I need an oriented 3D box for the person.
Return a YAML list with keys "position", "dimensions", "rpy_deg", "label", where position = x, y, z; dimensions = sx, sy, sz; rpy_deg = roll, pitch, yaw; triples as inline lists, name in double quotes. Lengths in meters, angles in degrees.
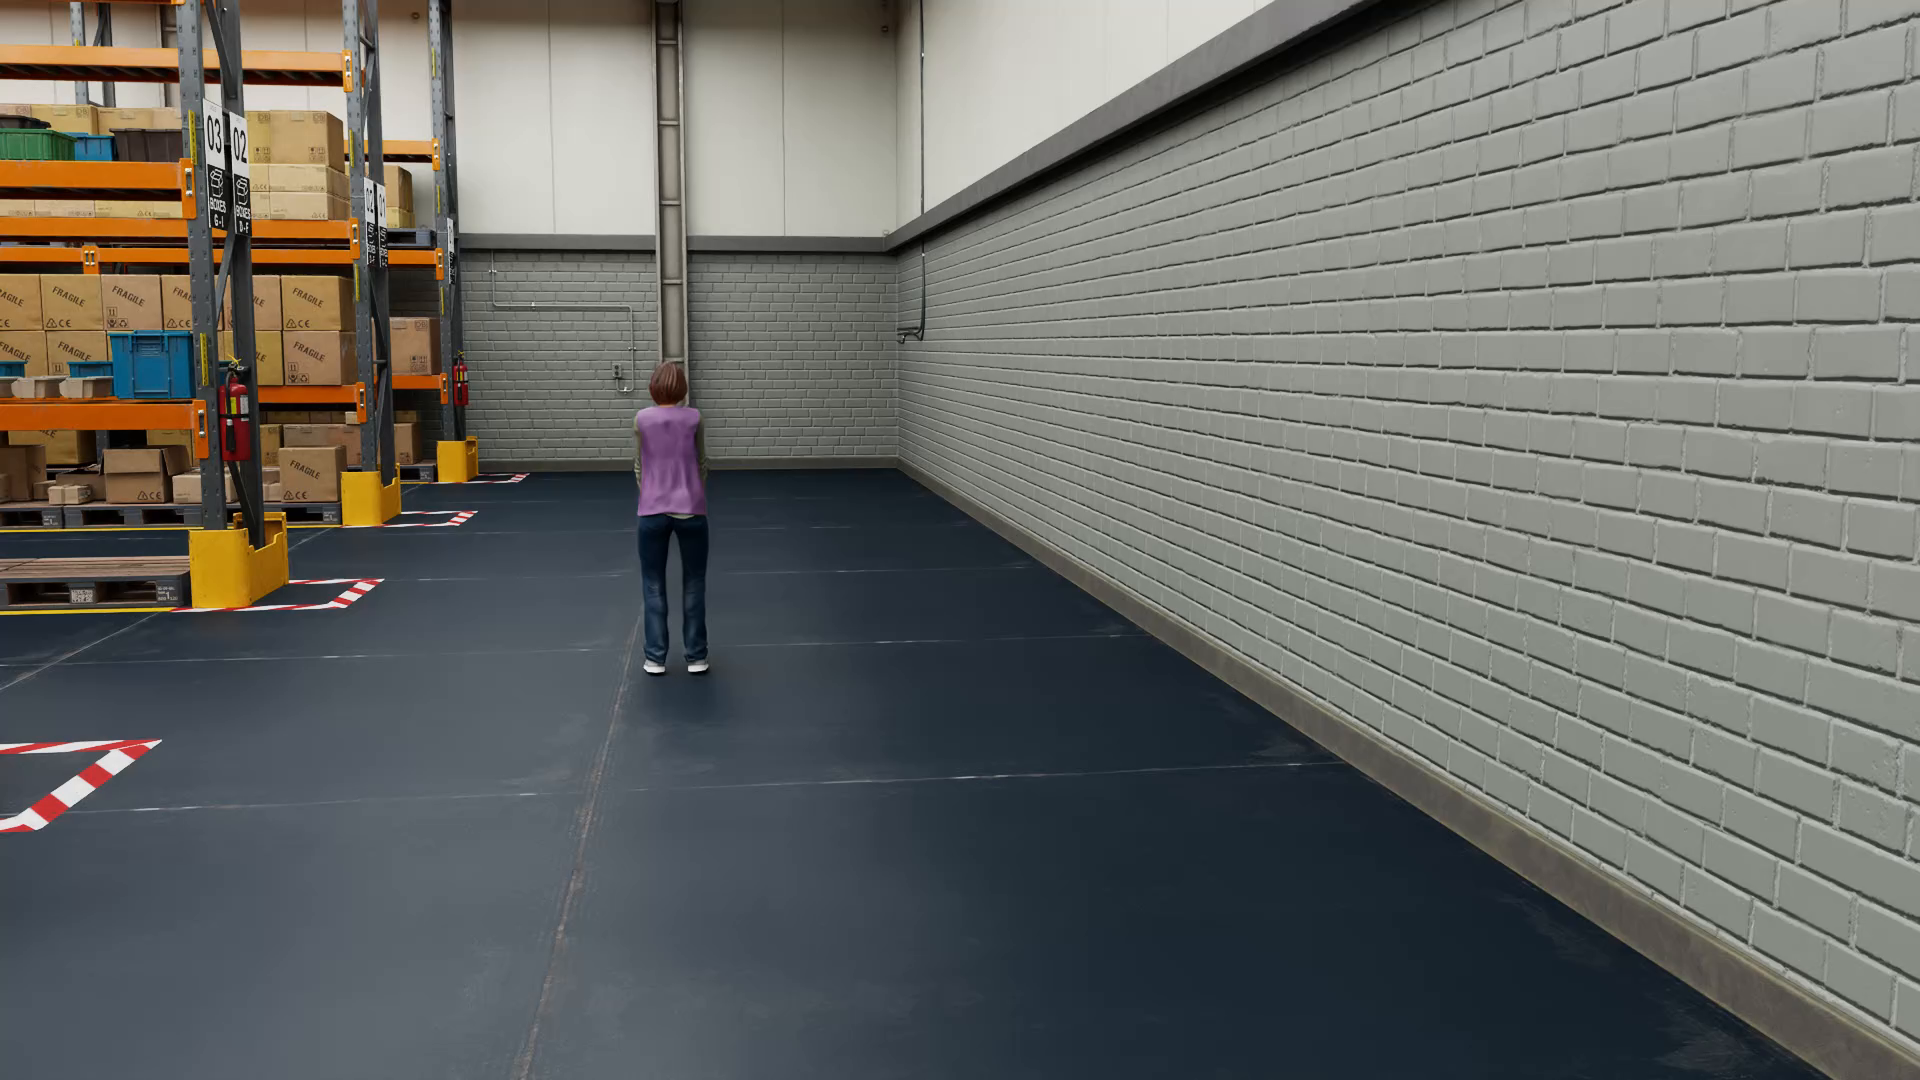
- position: [-1.483, -0.120, 8.562]
  dimensions: [0.375, 1.600, 0.502]
  rpy_deg: [-1, 7, -9]
  label: "person"
